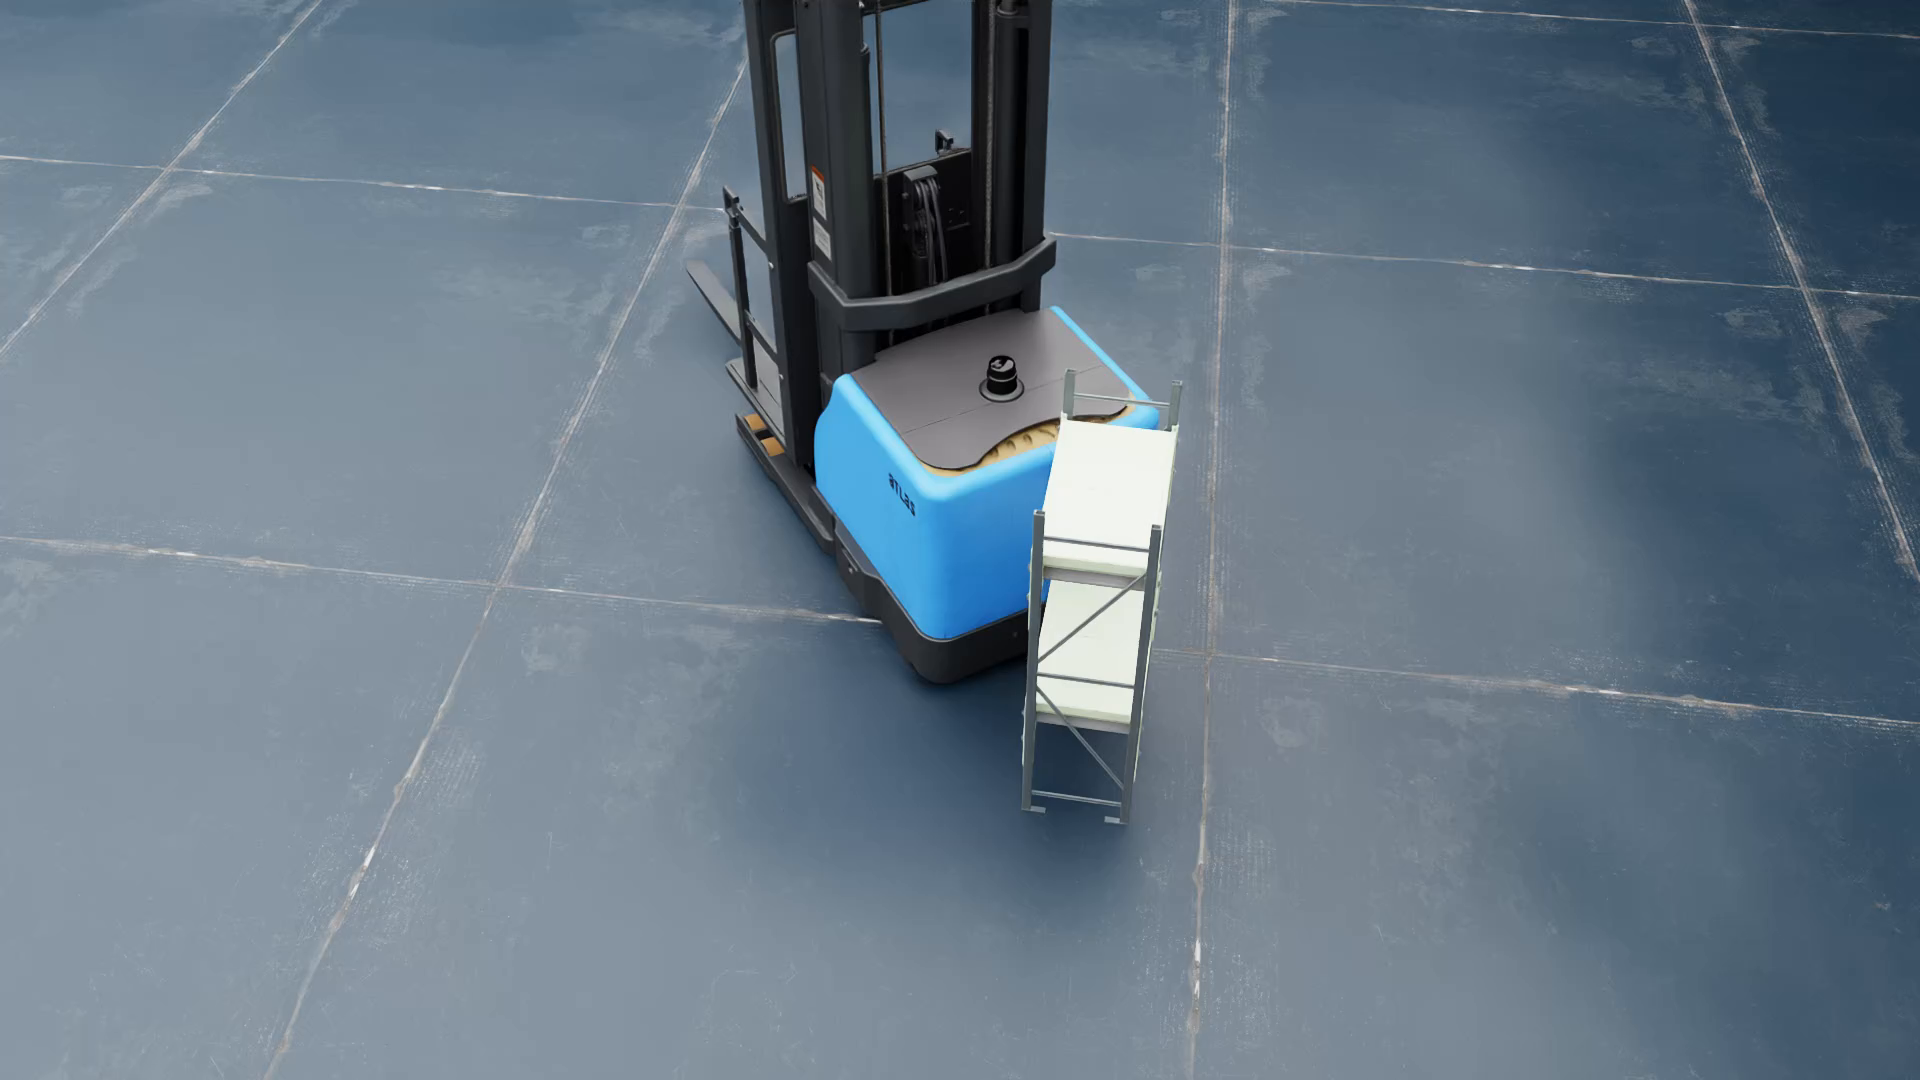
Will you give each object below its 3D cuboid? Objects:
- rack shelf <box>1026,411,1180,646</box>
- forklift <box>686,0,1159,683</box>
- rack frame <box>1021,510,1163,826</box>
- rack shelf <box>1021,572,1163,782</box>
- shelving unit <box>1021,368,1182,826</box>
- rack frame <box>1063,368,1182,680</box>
[{"bbox_3d":[0.493,-0.049,5.666,0.431,0.370,0.720,7,44,7],"label":"rack shelf"},{"bbox_3d":[-0.376,-1.506,6.731,1.130,2.935,3.031,-20,47,-20],"label":"forklift"},{"bbox_3d":[0.428,0.482,5.673,0.400,1.500,0.023,7,44,7],"label":"rack frame"},{"bbox_3d":[0.493,0.471,6.158,0.431,0.370,0.720,7,44,7],"label":"rack shelf"},{"bbox_3d":[0.493,0.234,5.934,0.431,1.500,0.755,7,44,7],"label":"shelving unit"},{"bbox_3d":[0.558,-0.014,6.196,0.400,1.500,0.023,7,44,7],"label":"rack frame"}]
